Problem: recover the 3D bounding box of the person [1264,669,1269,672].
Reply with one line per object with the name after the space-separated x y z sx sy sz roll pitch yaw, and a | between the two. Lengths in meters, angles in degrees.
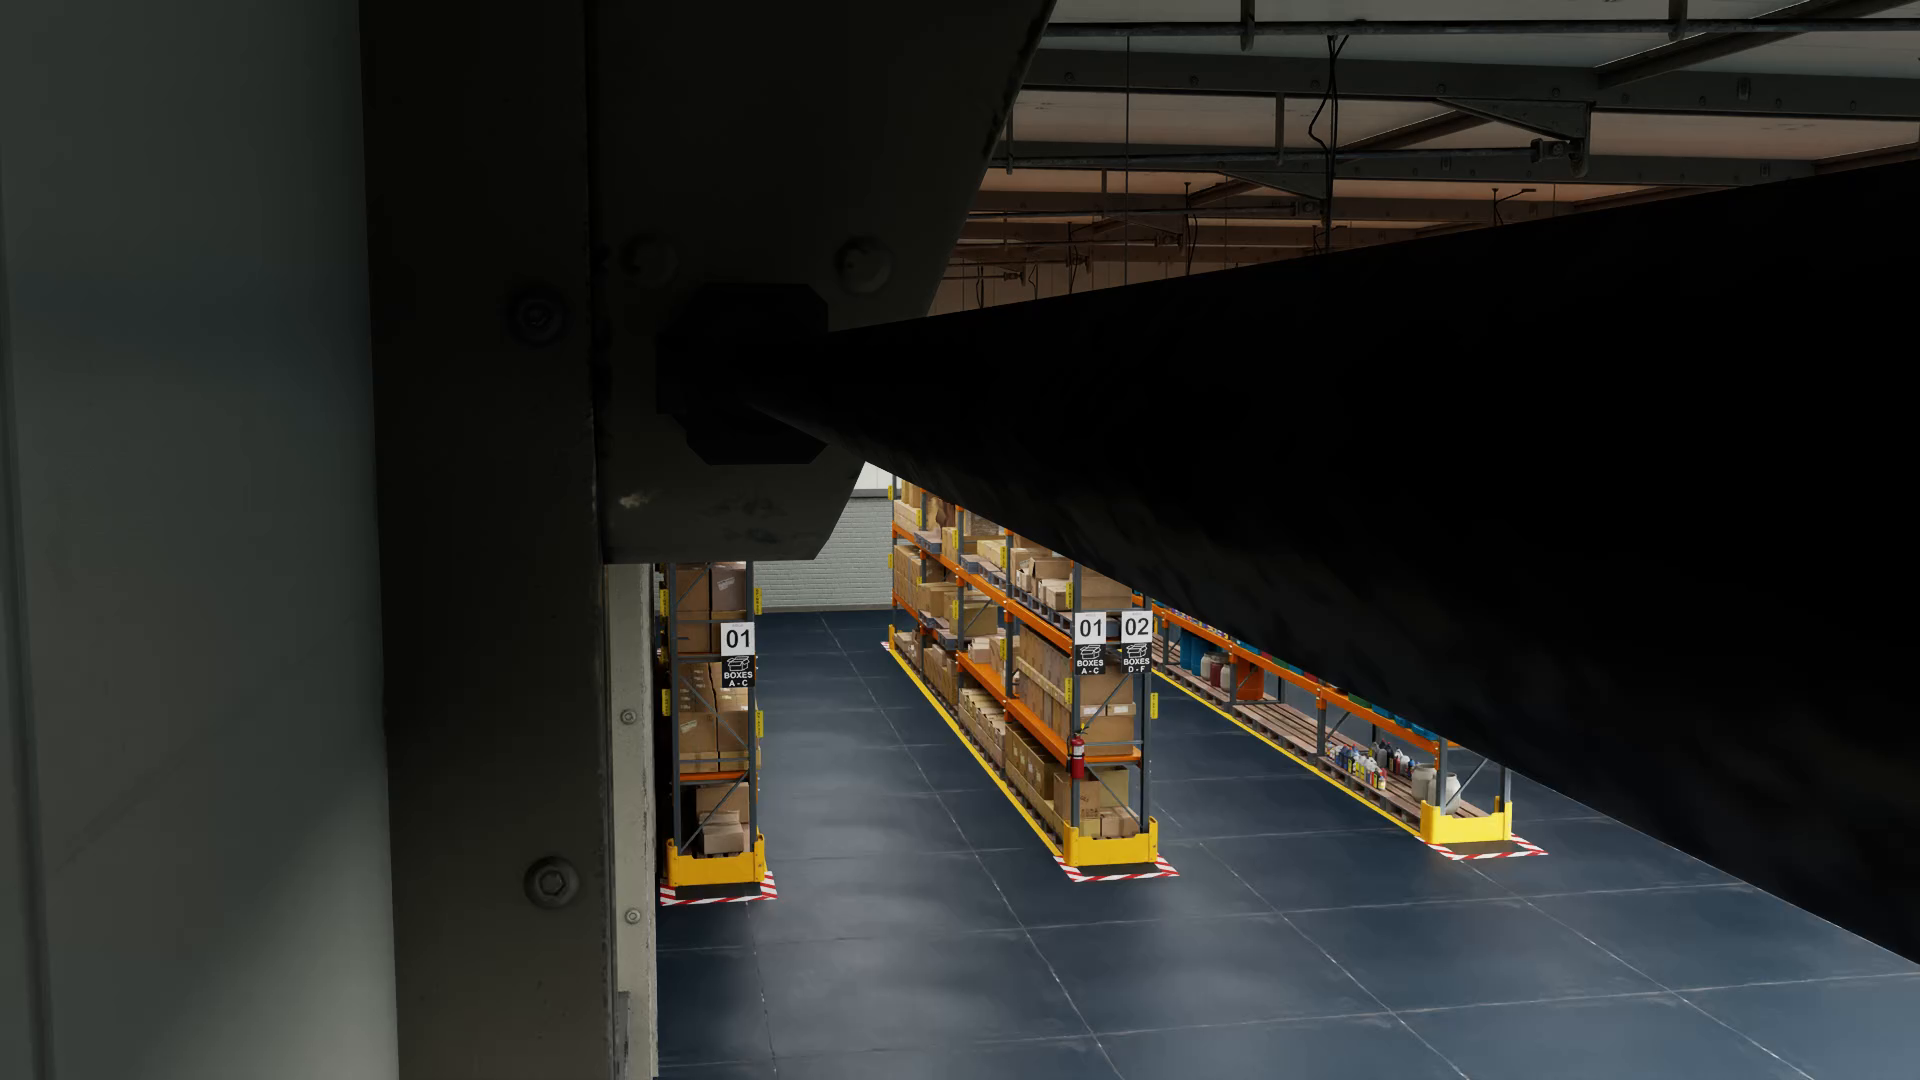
6.285 1.835 33.516 0.729 1.724 0.735 -2 6 -14 | person
